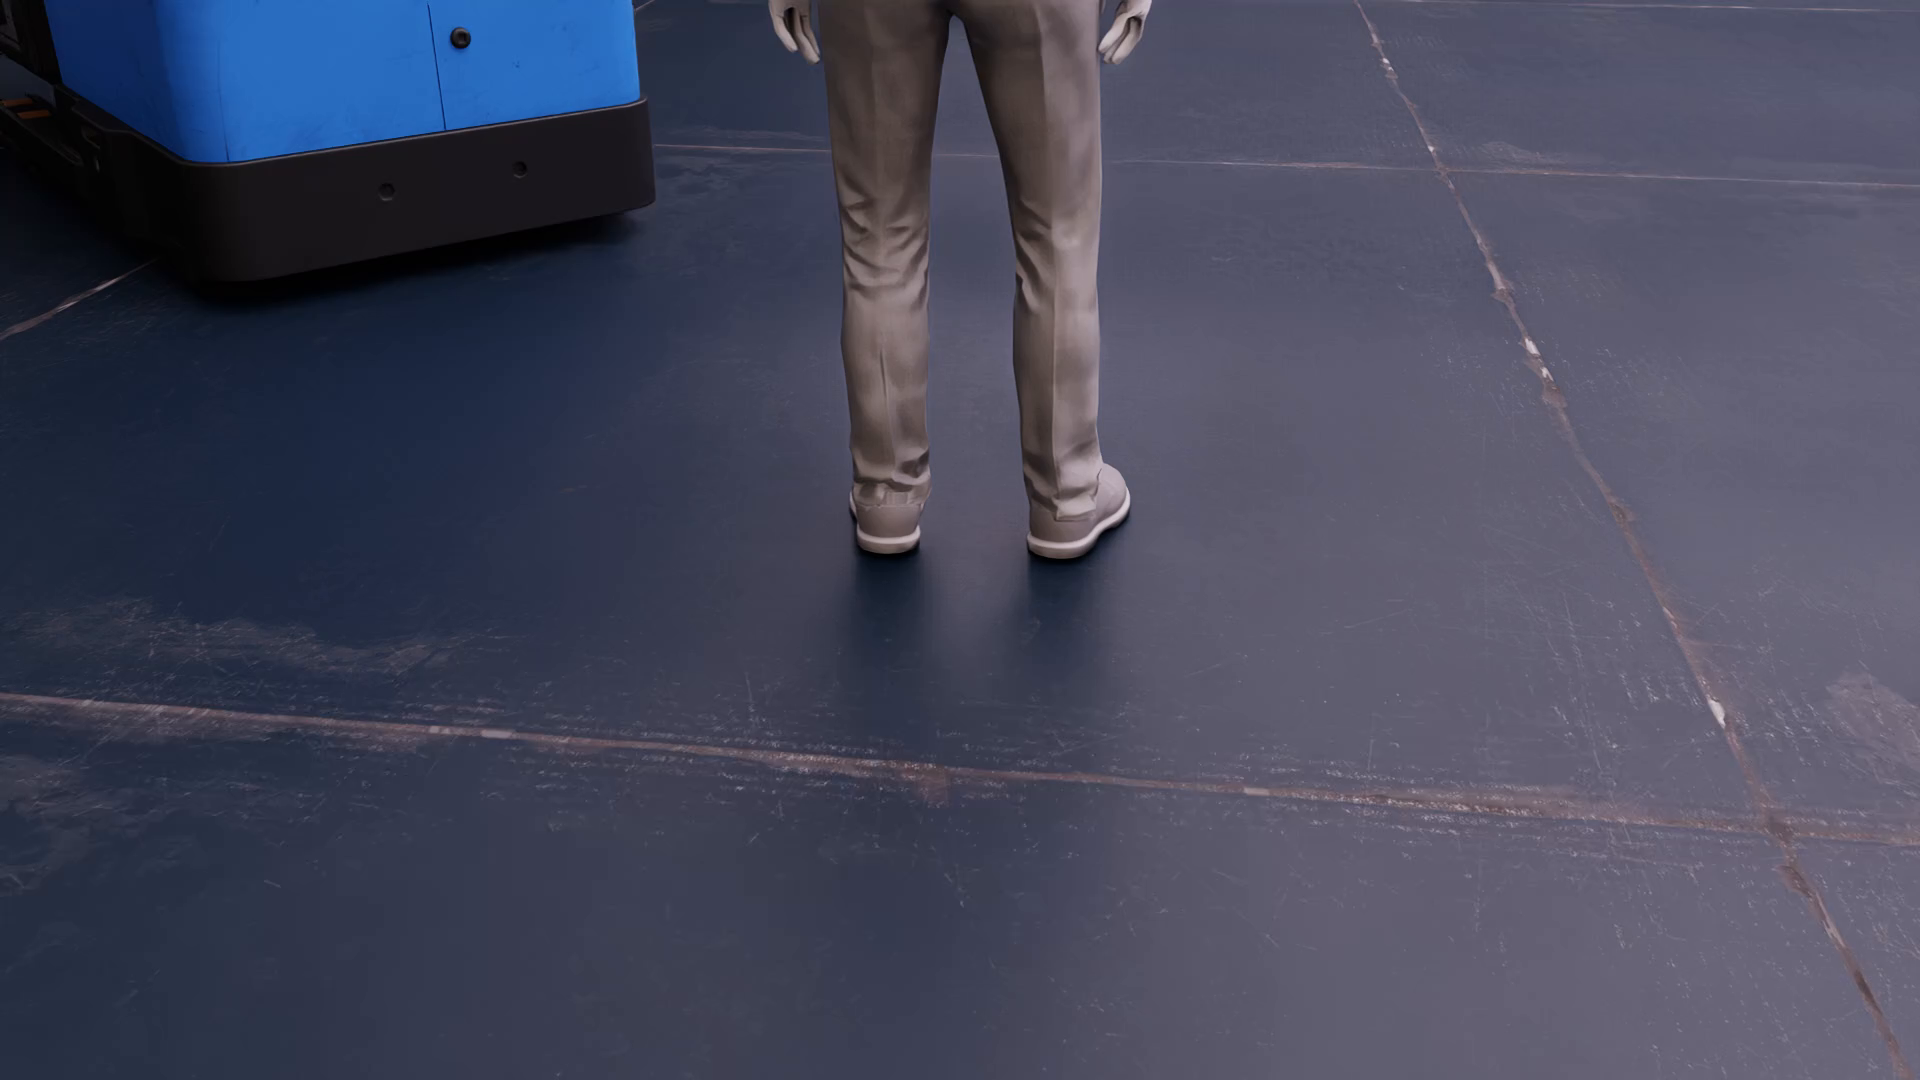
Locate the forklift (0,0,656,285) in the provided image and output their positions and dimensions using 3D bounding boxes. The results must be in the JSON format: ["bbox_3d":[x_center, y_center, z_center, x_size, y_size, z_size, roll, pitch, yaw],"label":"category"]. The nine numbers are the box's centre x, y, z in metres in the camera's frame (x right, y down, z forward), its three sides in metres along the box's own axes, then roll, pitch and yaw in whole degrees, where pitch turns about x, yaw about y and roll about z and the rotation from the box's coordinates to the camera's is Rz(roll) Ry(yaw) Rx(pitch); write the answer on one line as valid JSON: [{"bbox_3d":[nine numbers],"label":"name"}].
[{"bbox_3d":[-2.040,-2.427,4.081,1.130,2.935,3.031,-20,33,-34],"label":"forklift"}]

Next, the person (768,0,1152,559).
[{"bbox_3d":[-0.007,-0.757,2.157,0.529,1.663,0.372,3,27,5],"label":"person"}]
